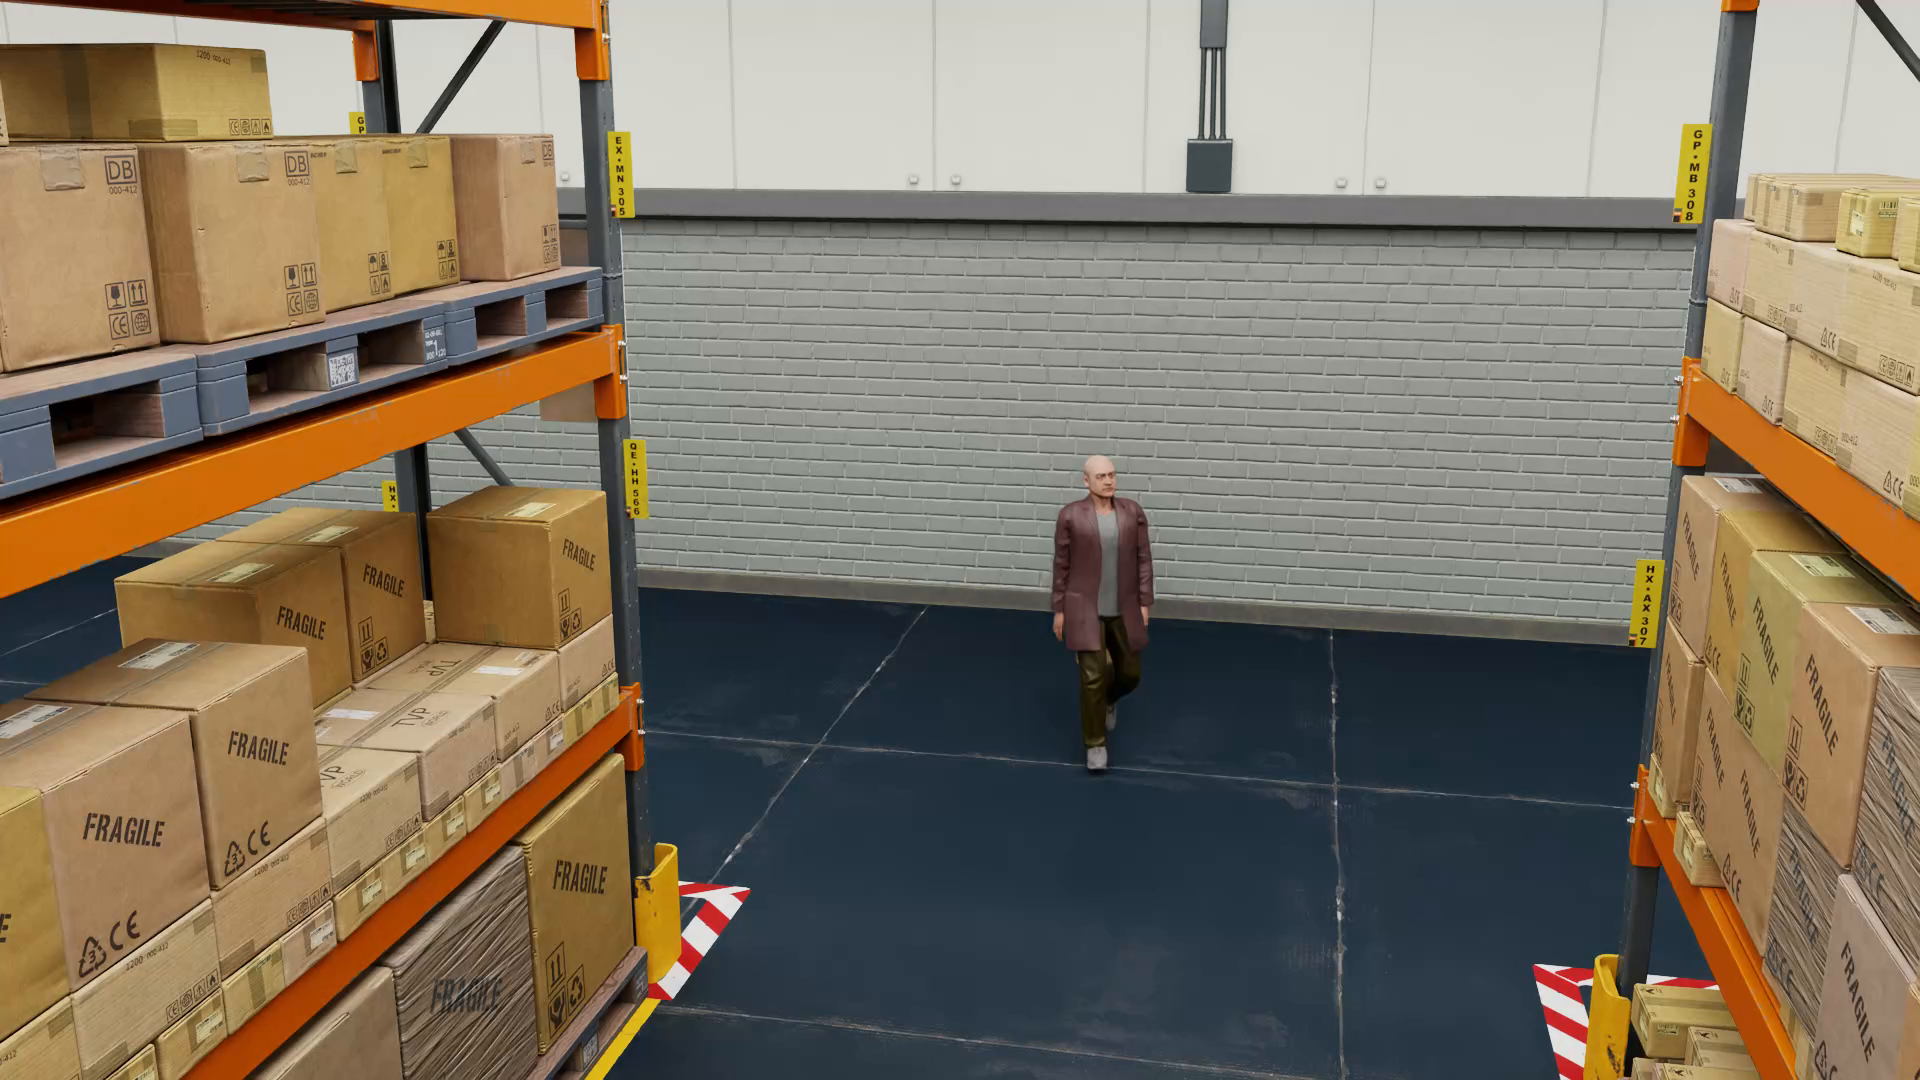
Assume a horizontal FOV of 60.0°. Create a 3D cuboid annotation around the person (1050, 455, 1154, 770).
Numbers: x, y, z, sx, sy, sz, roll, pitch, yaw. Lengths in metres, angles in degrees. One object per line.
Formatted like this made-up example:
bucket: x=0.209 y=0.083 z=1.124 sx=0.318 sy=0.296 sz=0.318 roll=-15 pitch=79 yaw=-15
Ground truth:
person: x=0.812 y=0.378 z=9.508 sx=0.602 sy=1.753 sz=0.773 roll=-2 pitch=15 yaw=-9
